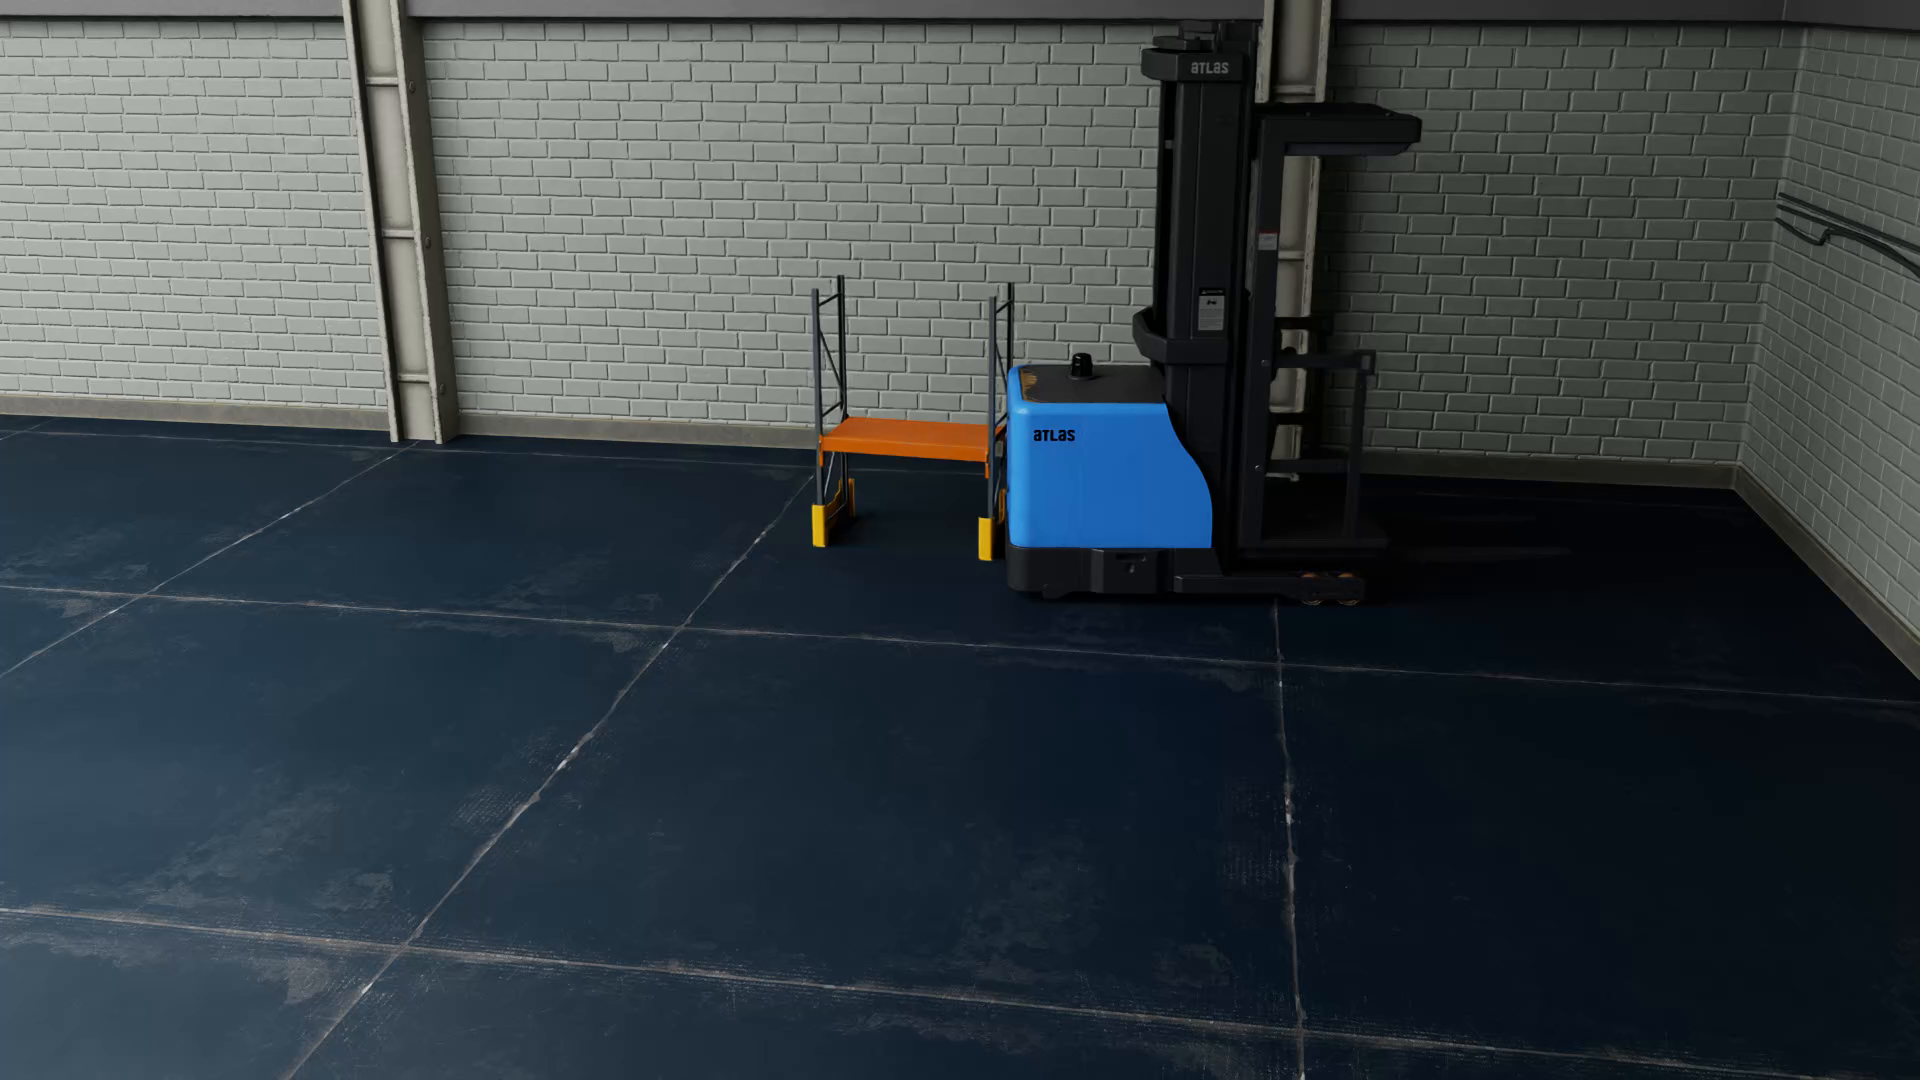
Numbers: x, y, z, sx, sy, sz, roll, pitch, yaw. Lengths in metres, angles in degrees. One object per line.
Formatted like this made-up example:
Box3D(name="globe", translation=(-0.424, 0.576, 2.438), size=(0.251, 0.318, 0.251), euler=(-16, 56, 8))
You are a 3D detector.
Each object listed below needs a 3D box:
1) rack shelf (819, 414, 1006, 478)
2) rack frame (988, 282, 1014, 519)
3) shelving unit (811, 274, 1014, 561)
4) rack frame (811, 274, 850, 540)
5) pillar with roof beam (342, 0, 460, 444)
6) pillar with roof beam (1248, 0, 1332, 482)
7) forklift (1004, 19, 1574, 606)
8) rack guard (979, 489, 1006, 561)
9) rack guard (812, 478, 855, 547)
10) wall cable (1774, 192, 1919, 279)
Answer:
Box3D(name="rack shelf", translation=(-0.259, -0.552, 9.655), size=(1.000, 0.185, 0.538), euler=(5, 19, 13))
Box3D(name="rack frame", translation=(0.234, -0.683, 9.479), size=(0.032, 1.500, 0.500), euler=(5, 19, 13))
Box3D(name="shelving unit", translation=(-0.268, -0.723, 9.600), size=(1.083, 1.500, 0.587), euler=(5, 19, 13))
Box3D(name="rack frame", translation=(-0.752, -0.762, 9.716), size=(0.032, 1.500, 0.500), euler=(5, 19, 13))
Box3D(name="pillar with roof beam", translation=(-4.541, -3.663, 6.567), size=(0.400, 9.000, 9.100), euler=(3, 19, 9))
Box3D(name="pillar with roof beam", translation=(1.383, -3.361, 5.665), size=(0.400, 9.000, 9.100), euler=(3, 19, 9))
Box3D(name="forklift", translation=(1.770, -1.214, 8.813), size=(3.031, 2.935, 1.130), euler=(0, 19, 0))
Box3D(name="rack guard", translation=(0.215, -0.091, 9.682), size=(0.087, 0.250, 0.587), euler=(5, 19, 13))
Box3D(name="rack guard", translation=(-0.751, -0.169, 9.914), size=(0.087, 0.250, 0.587), euler=(5, 19, 13))
Box3D(name="wall cable", translation=(4.764, -2.674, 8.507), size=(0.112, 2.526, 3.097), euler=(3, 19, 9))
